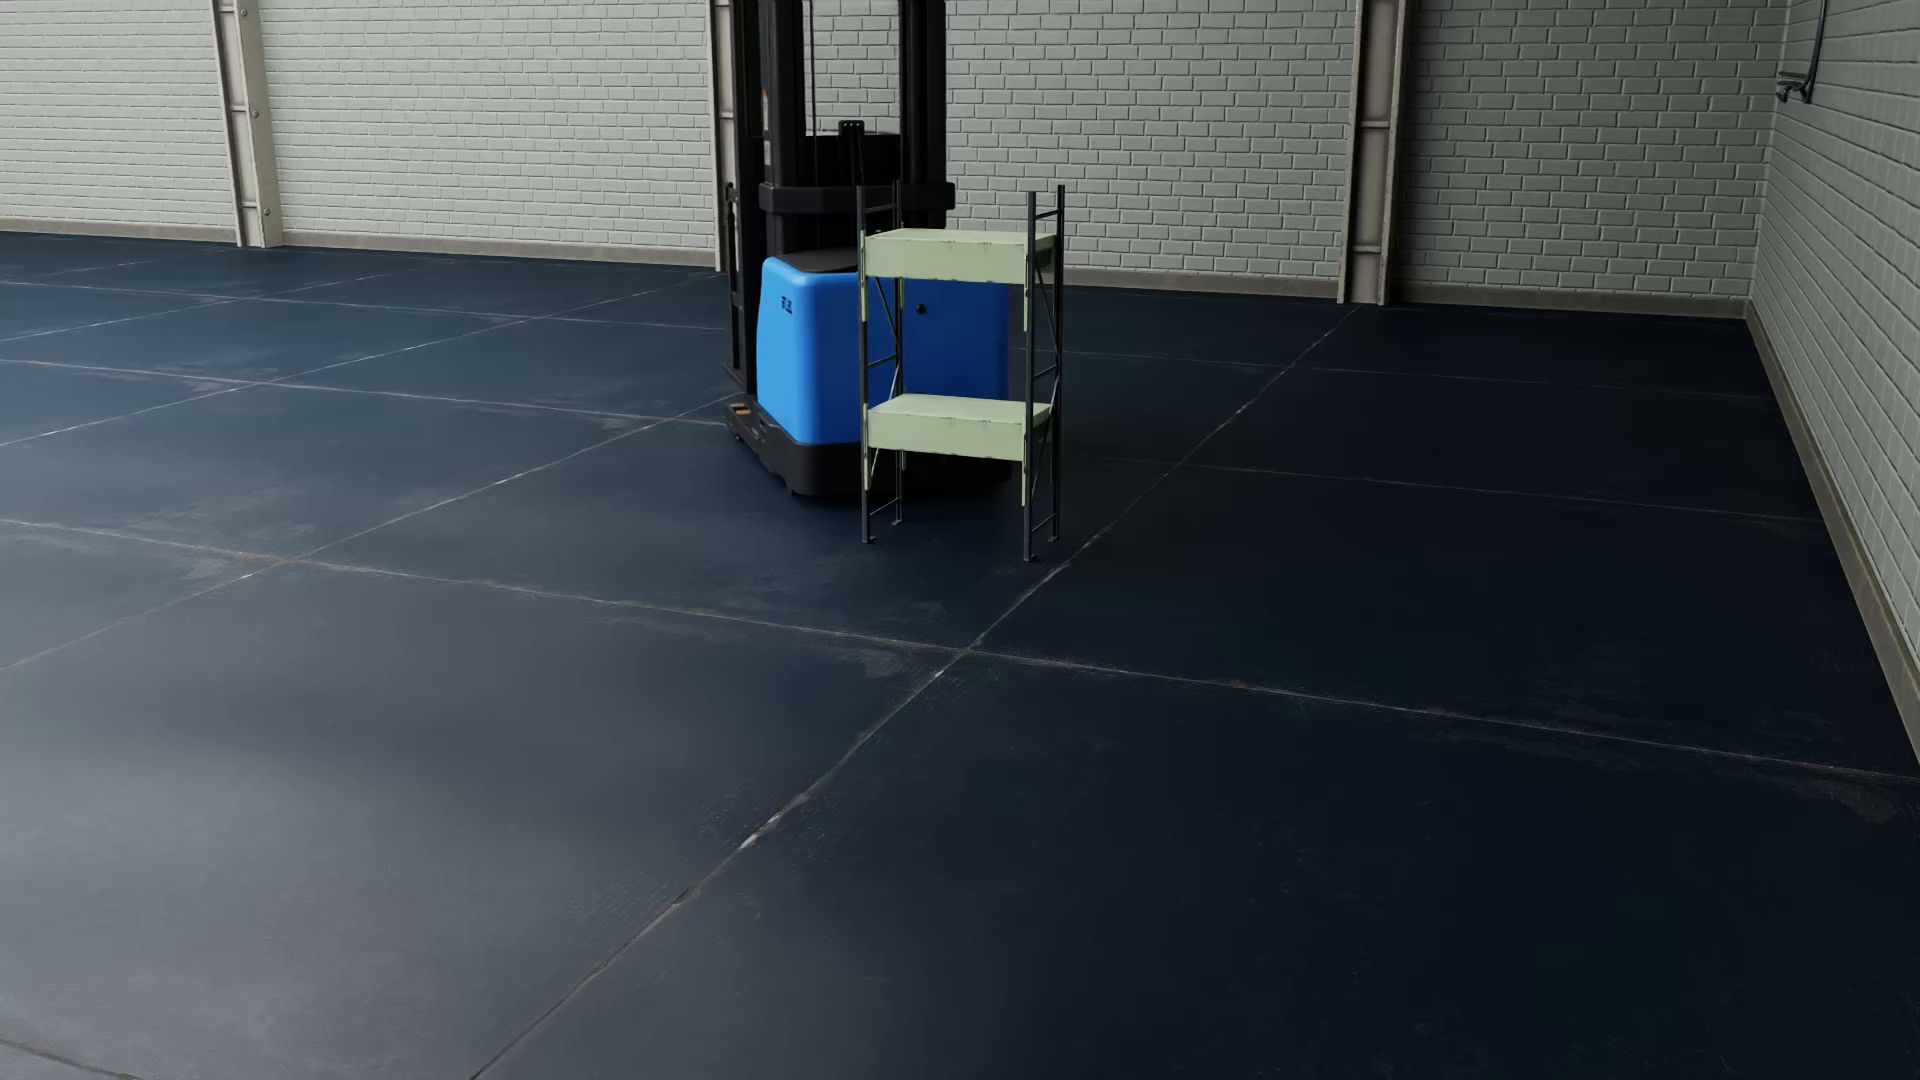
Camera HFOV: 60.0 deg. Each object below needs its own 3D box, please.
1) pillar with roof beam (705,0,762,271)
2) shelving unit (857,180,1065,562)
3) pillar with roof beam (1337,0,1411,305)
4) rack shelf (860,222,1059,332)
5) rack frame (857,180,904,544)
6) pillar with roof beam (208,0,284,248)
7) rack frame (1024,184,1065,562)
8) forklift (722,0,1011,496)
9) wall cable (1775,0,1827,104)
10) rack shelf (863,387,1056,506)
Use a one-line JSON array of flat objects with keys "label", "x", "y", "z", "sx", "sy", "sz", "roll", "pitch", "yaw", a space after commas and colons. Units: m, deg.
[{"label": "pillar with roof beam", "x": -3.724, "y": -5.848, "z": 11.176, "sx": 0.400, "sy": 9.000, "sz": 9.100, "roll": 6, "pitch": 17, "yaw": 21}, {"label": "shelving unit", "x": 0.006, "y": -0.720, "z": 6.962, "sx": 0.755, "sy": 1.500, "sz": 0.431, "roll": 6, "pitch": 17, "yaw": 21}, {"label": "pillar with roof beam", "x": 1.857, "y": -5.234, "z": 9.062, "sx": 0.400, "sy": 9.000, "sz": 9.100, "roll": 6, "pitch": 17, "yaw": 21}, {"label": "rack shelf", "x": 0.006, "y": -1.094, "z": 6.853, "sx": 0.720, "sy": 0.370, "sz": 0.431, "roll": 6, "pitch": 17, "yaw": 21}, {"label": "rack frame", "x": -0.334, "y": -0.757, "z": 7.091, "sx": 0.023, "sy": 1.500, "sz": 0.400, "roll": 6, "pitch": 17, "yaw": 21}, {"label": "pillar with roof beam", "x": -9.306, "y": -6.461, "z": 13.290, "sx": 0.400, "sy": 9.000, "sz": 9.100, "roll": 6, "pitch": 17, "yaw": 21}, {"label": "rack frame", "x": 0.347, "y": -0.682, "z": 6.833, "sx": 0.023, "sy": 1.500, "sz": 0.400, "roll": 6, "pitch": 17, "yaw": 21}, {"label": "forklift", "x": -0.679, "y": -1.978, "z": 8.730, "sx": 1.130, "sy": 2.935, "sz": 3.031, "roll": -5, "pitch": 17, "yaw": -17}, {"label": "wall cable", "x": 5.692, "y": -4.215, "z": 11.121, "sx": 0.112, "sy": 2.526, "sz": 3.097, "roll": 6, "pitch": 17, "yaw": 21}, {"label": "rack shelf", "x": 0.006, "y": -0.406, "z": 7.053, "sx": 0.720, "sy": 0.370, "sz": 0.431, "roll": 6, "pitch": 17, "yaw": 21}]
